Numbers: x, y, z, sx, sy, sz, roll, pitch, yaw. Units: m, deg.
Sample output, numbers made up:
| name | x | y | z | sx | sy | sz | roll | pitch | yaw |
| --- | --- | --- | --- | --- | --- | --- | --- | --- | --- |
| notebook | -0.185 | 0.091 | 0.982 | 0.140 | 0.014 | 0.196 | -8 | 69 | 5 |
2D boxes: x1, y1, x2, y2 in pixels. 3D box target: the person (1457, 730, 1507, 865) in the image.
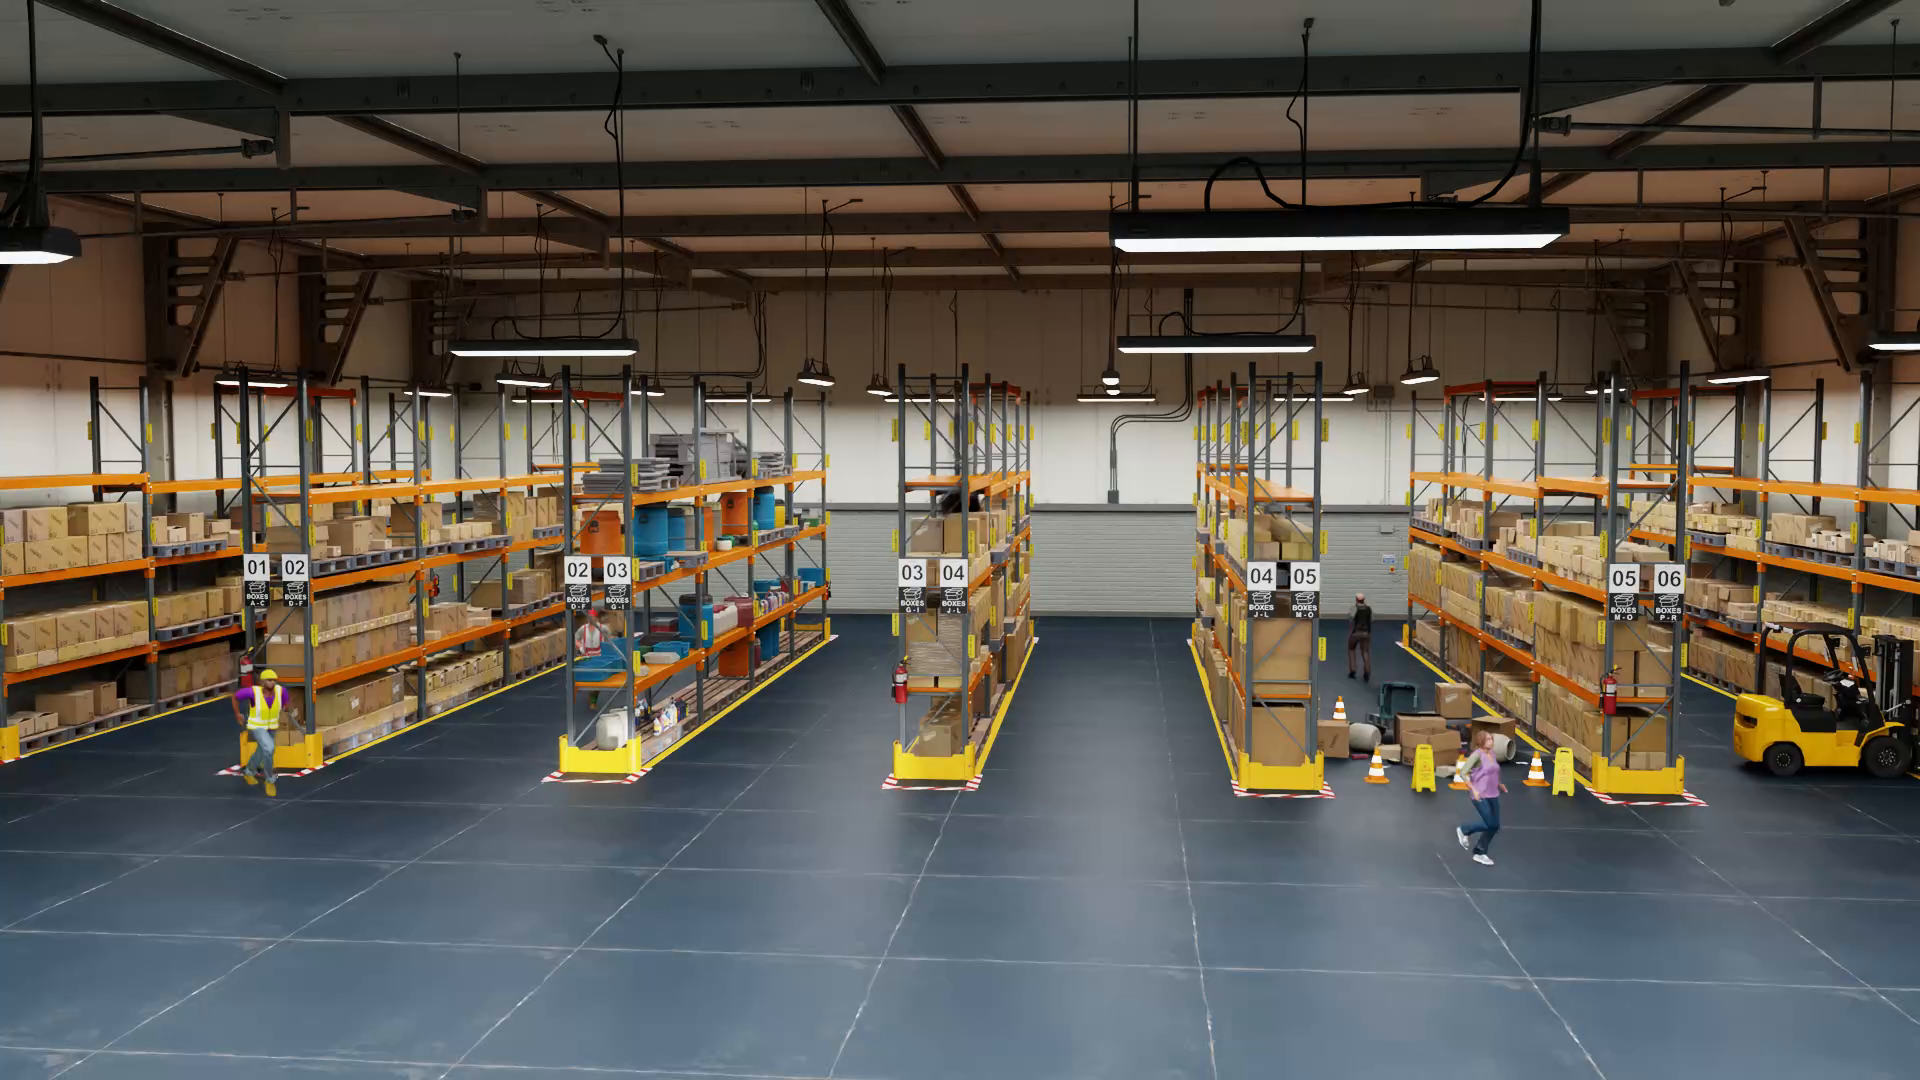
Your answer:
| name | x | y | z | sx | sy | sz | roll | pitch | yaw |
| --- | --- | --- | --- | --- | --- | --- | --- | --- | --- |
| person | 6.090 | 2.991 | 19.373 | 0.538 | 1.560 | 0.548 | -3 | 4 | -35 |

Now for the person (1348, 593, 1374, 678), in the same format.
| name | x | y | z | sx | sy | sz | roll | pitch | yaw |
| --- | --- | --- | --- | --- | --- | --- | --- | --- | --- |
| person | 8.159 | 1.974 | 33.878 | 0.599 | 1.769 | 0.831 | 0 | 4 | -2 |

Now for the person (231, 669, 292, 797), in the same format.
| name | x | y | z | sx | sy | sz | roll | pitch | yaw |
| --- | --- | --- | --- | --- | --- | --- | --- | --- | --- |
| person | -9.726 | 2.660 | 23.166 | 0.957 | 1.768 | 0.690 | 3 | 4 | 34 |

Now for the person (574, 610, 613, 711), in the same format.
| name | x | y | z | sx | sy | sz | roll | pitch | yaw |
| --- | --- | --- | --- | --- | --- | --- | --- | --- | --- |
| person | -6.690 | 2.160 | 30.341 | 0.684 | 1.795 | 0.865 | 0 | 4 | -5 |
